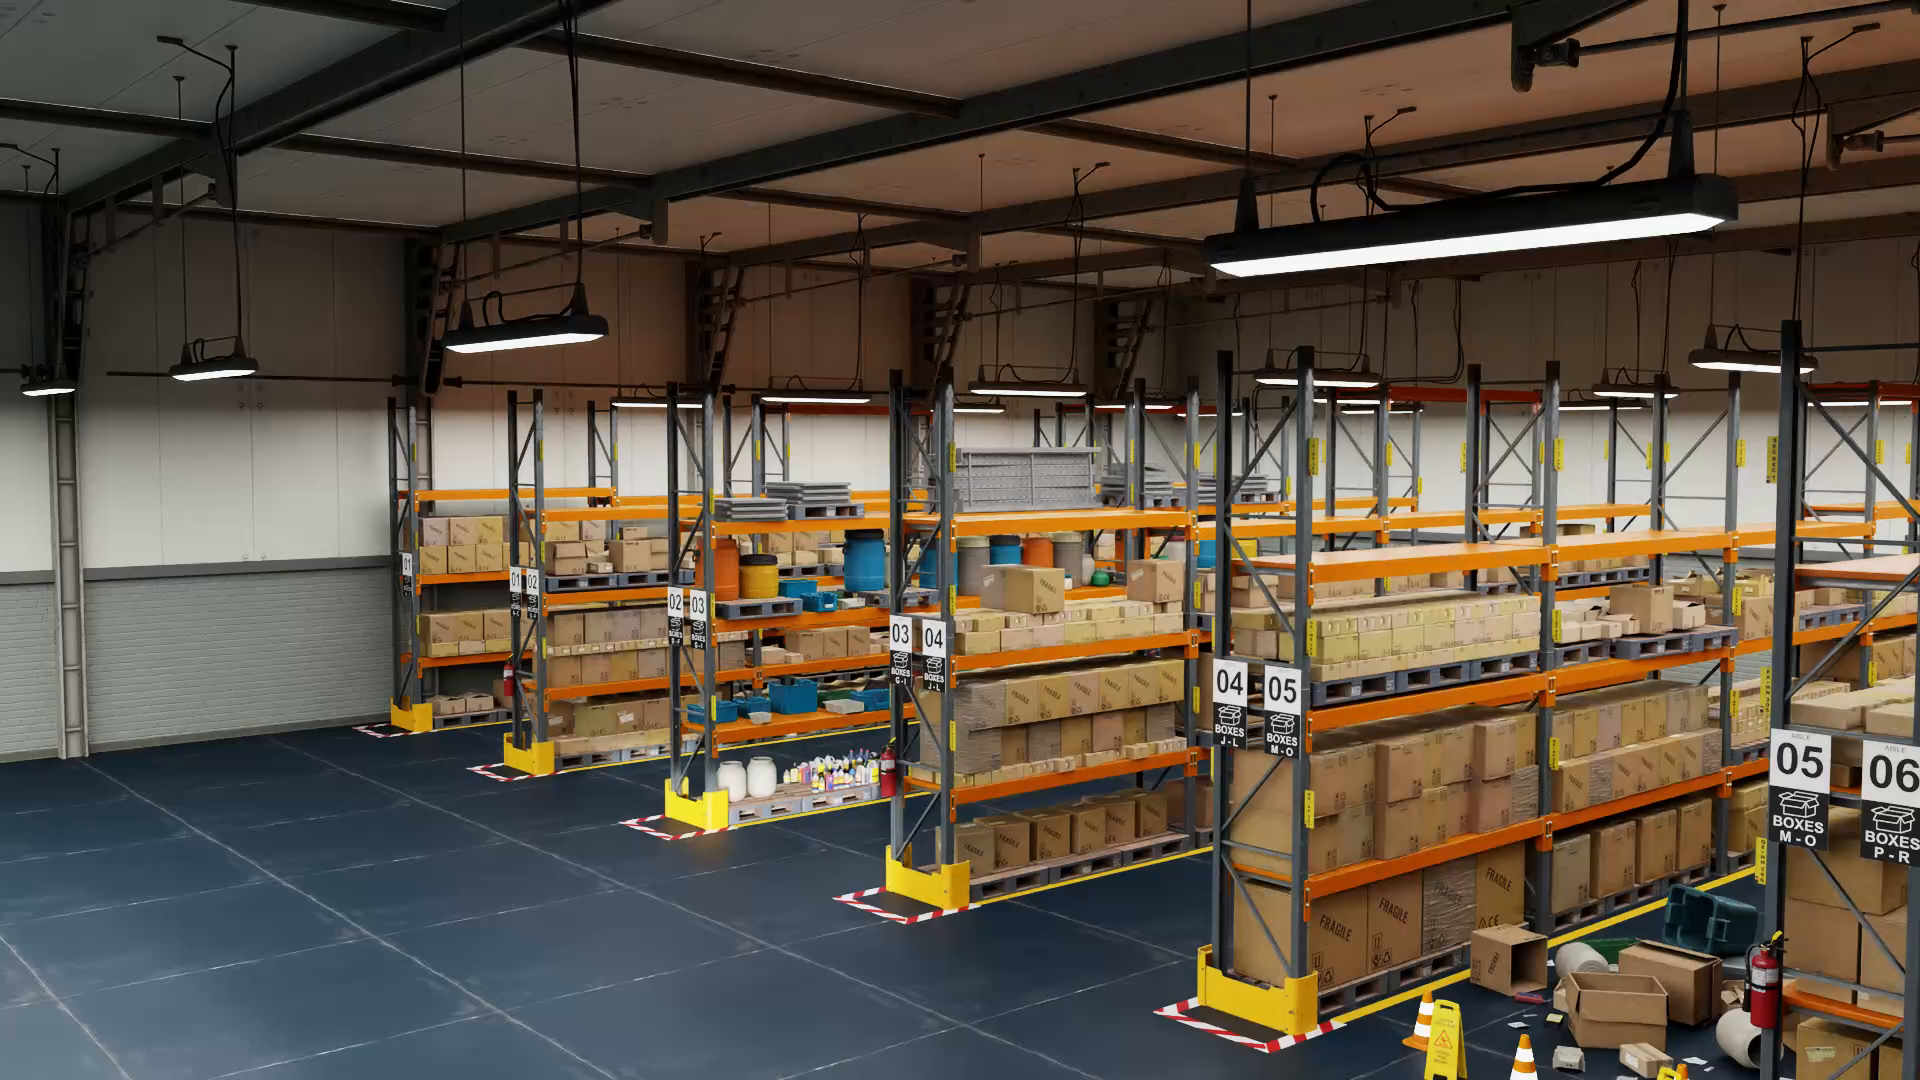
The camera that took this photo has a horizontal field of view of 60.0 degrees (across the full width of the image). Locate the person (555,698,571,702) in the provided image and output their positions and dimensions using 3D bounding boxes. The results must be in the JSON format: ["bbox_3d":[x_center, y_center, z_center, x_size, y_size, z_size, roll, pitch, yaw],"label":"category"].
[{"bbox_3d":[-7.091,2.646,29.455,0.677,1.627,0.514,1,4,18],"label":"person"}]
